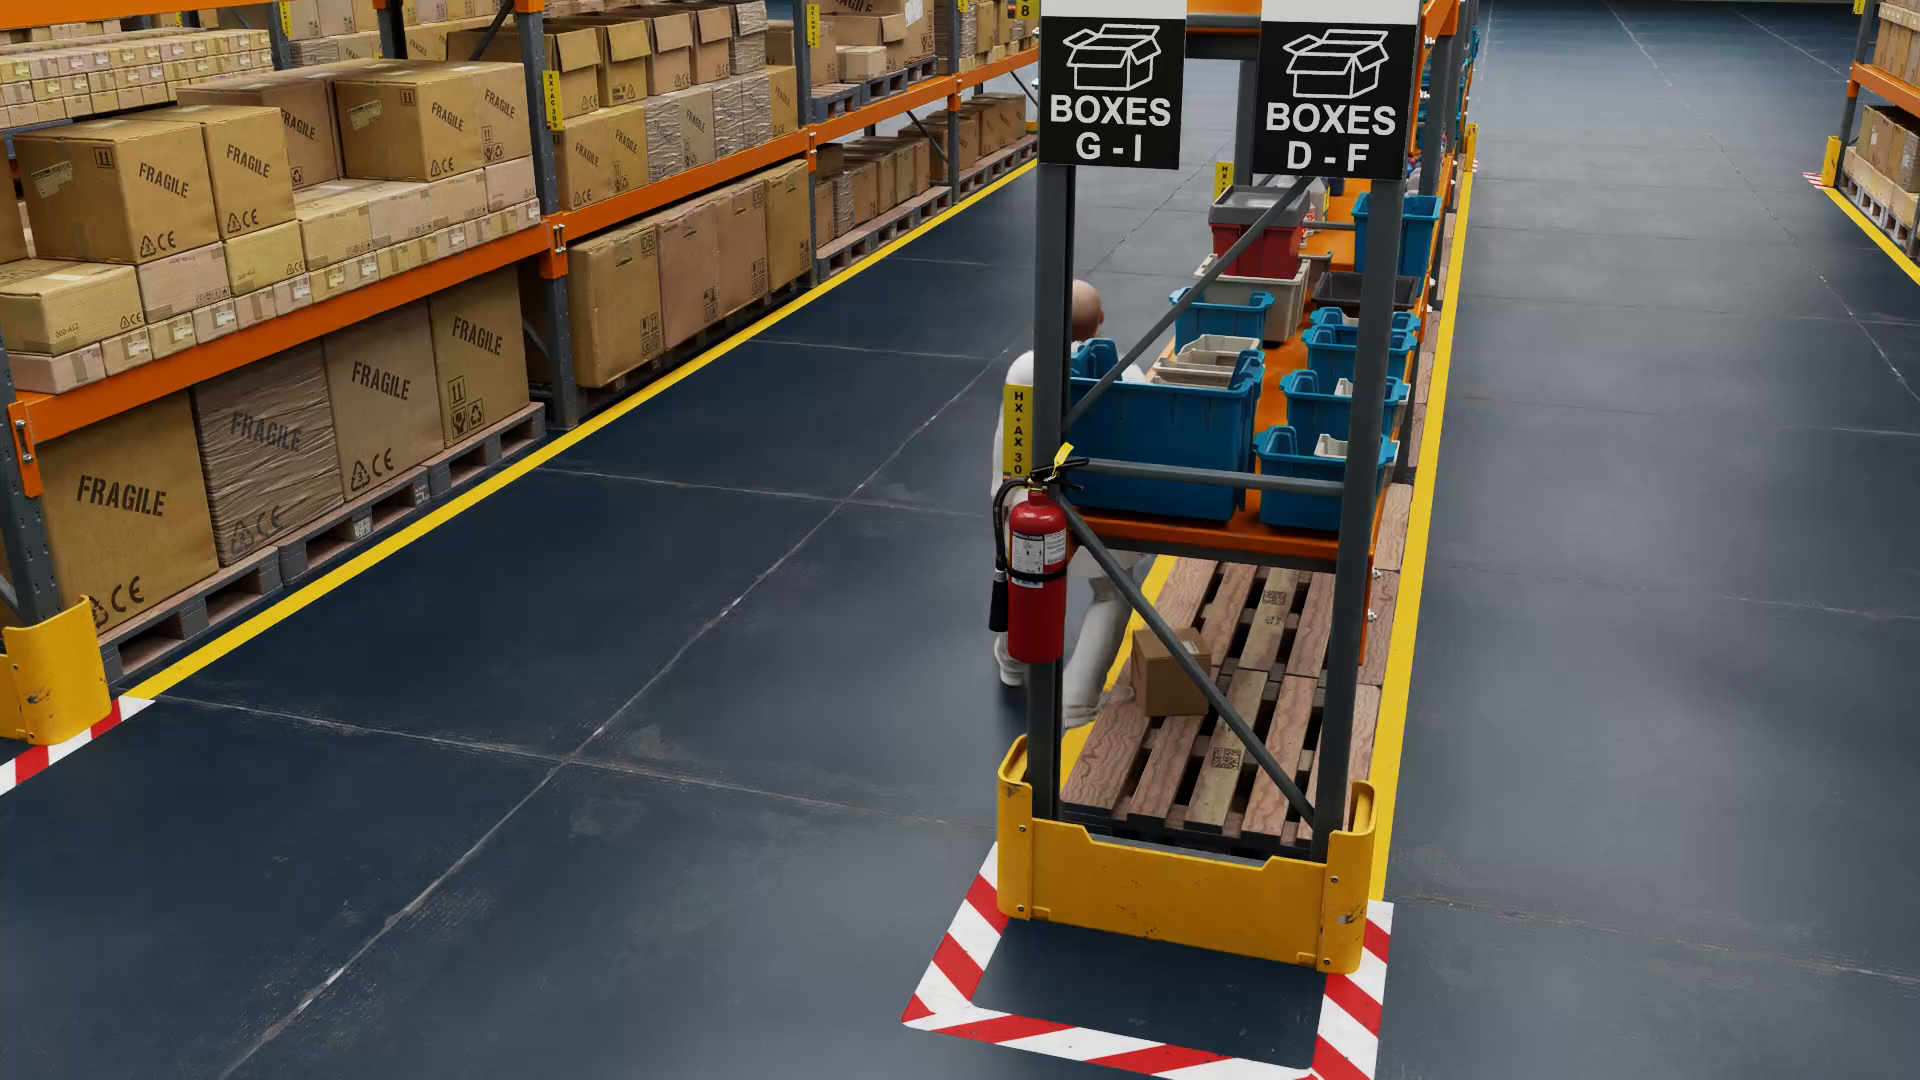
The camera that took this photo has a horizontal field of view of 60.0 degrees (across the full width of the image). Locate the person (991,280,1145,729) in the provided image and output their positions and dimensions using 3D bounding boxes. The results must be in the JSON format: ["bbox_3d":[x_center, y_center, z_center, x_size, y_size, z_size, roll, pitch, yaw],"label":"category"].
[{"bbox_3d":[0.395,-0.160,6.441,0.736,1.742,0.789,7,23,18],"label":"person"}]
